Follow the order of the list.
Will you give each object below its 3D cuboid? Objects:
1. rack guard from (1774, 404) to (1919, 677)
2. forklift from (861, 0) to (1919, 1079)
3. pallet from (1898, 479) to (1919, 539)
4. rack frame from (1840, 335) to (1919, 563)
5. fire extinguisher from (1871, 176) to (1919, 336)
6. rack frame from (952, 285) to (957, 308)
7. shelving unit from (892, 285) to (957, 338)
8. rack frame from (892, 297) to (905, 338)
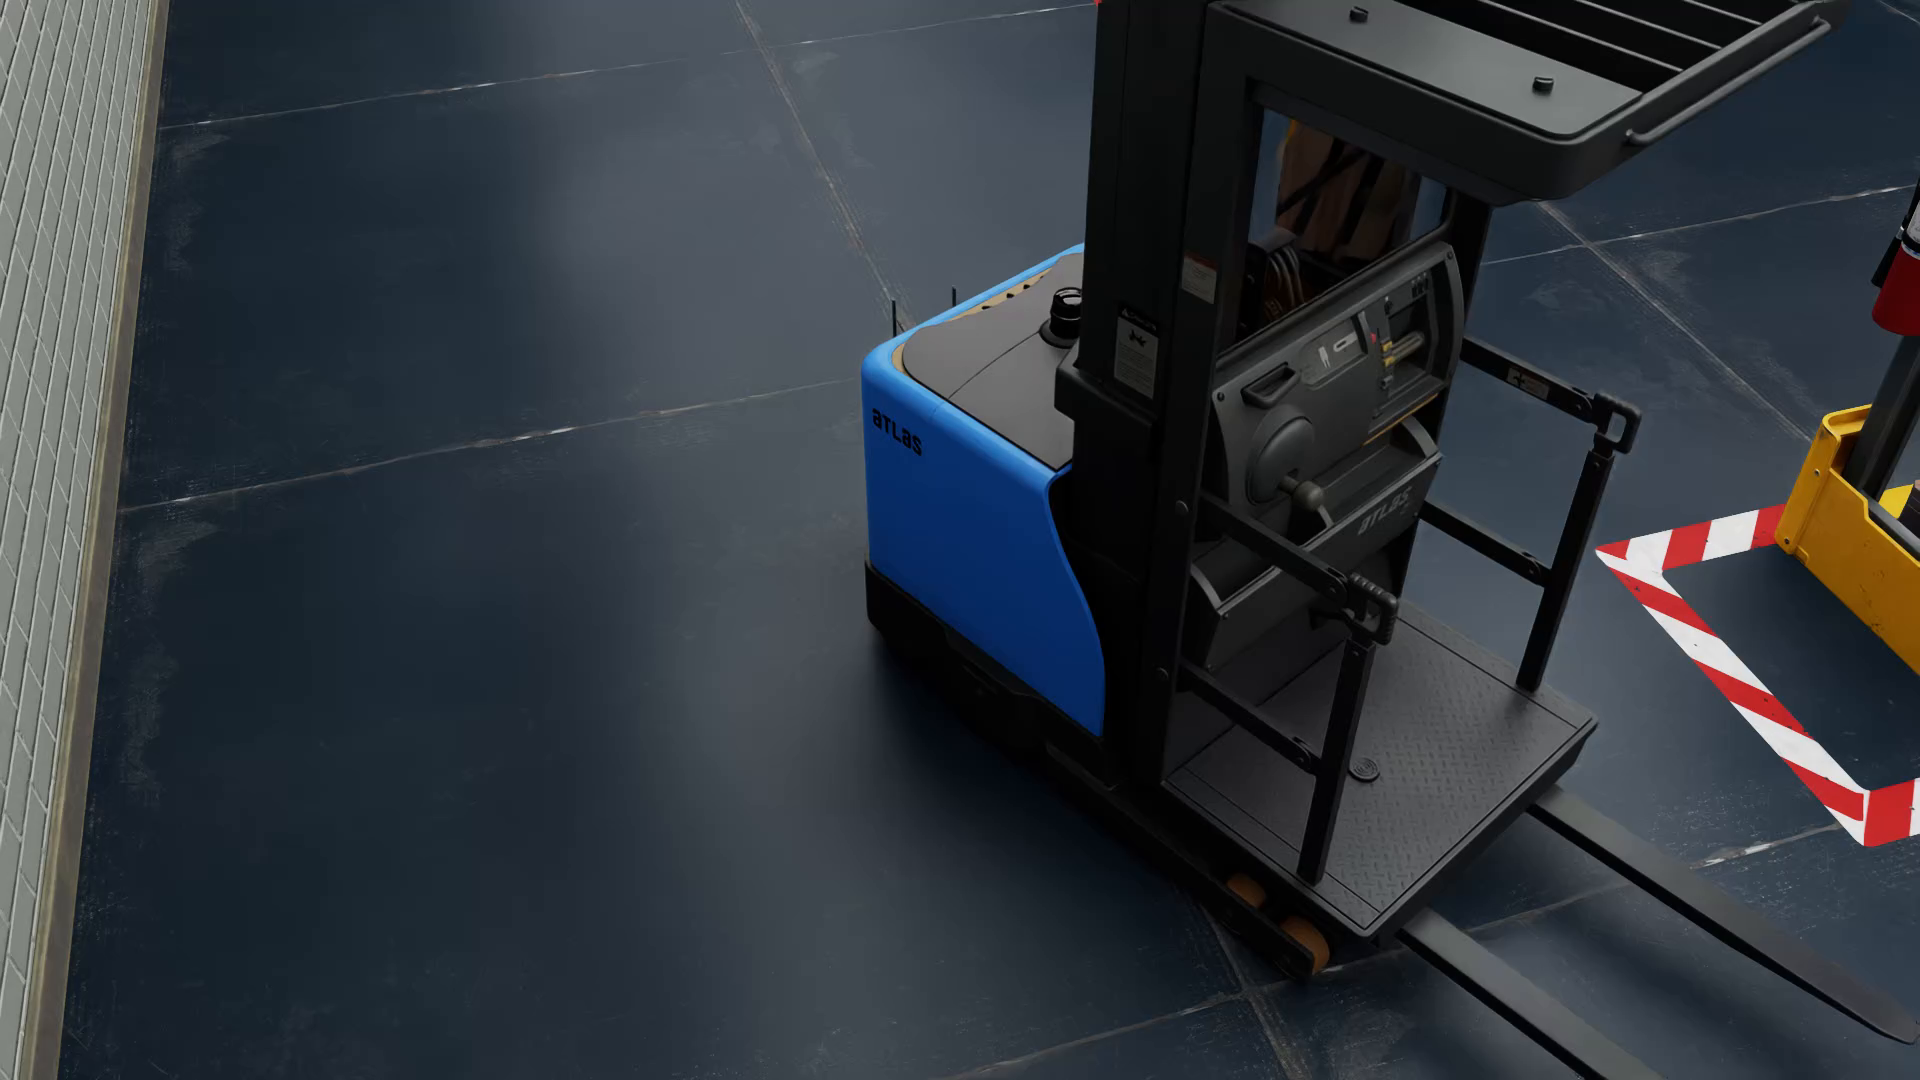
[{"bbox_3d":[3.139,0.118,5.235,0.348,0.500,1.175,-12,42,-13],"label":"rack guard"},{"bbox_3d":[1.069,-0.325,3.895,1.130,2.935,3.031,-31,50,-31],"label":"forklift"},{"bbox_3d":[3.957,0.075,5.504,1.213,0.211,1.003,-12,42,-13],"label":"pallet"},{"bbox_3d":[3.158,-0.836,4.427,0.127,3.000,1.000,-12,42,-13],"label":"rack frame"},{"bbox_3d":[2.878,-0.922,4.868,0.183,0.674,0.296,-12,42,-13],"label":"fire extinguisher"},{"bbox_3d":[0.019,-0.401,5.525,0.006,0.900,0.240,-14,43,-15],"label":"rack frame"},{"bbox_3d":[-0.076,-0.378,5.498,0.210,0.900,0.258,-14,43,-15],"label":"shelving unit"},{"bbox_3d":[-0.171,-0.354,5.472,0.006,0.900,0.240,-14,43,-15],"label":"rack frame"}]
